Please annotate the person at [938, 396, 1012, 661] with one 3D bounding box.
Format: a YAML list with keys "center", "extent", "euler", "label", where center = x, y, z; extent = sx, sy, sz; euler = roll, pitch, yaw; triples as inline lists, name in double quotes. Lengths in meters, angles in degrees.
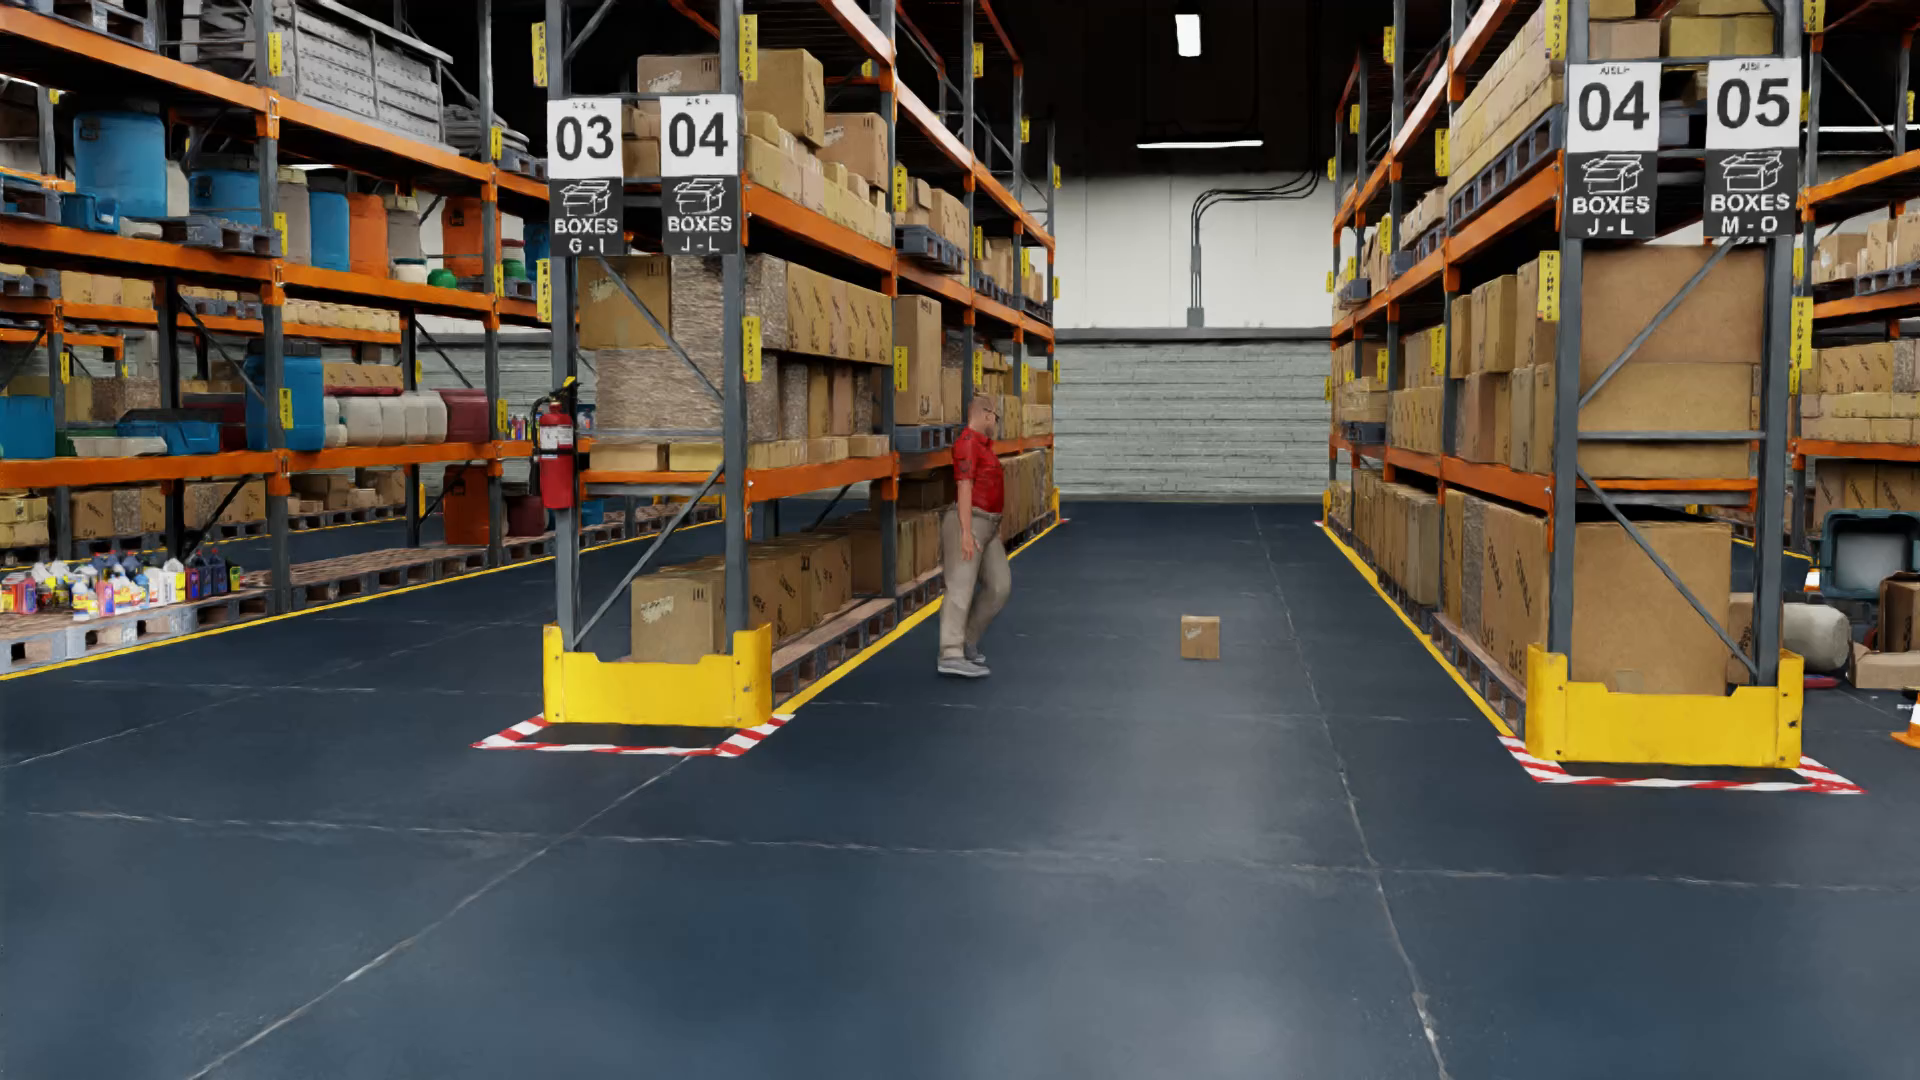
- center: [0.088, -0.081, 10.332]
  extent: [0.397, 1.625, 0.643]
  euler: [2, 5, 21]
  label: "person"
